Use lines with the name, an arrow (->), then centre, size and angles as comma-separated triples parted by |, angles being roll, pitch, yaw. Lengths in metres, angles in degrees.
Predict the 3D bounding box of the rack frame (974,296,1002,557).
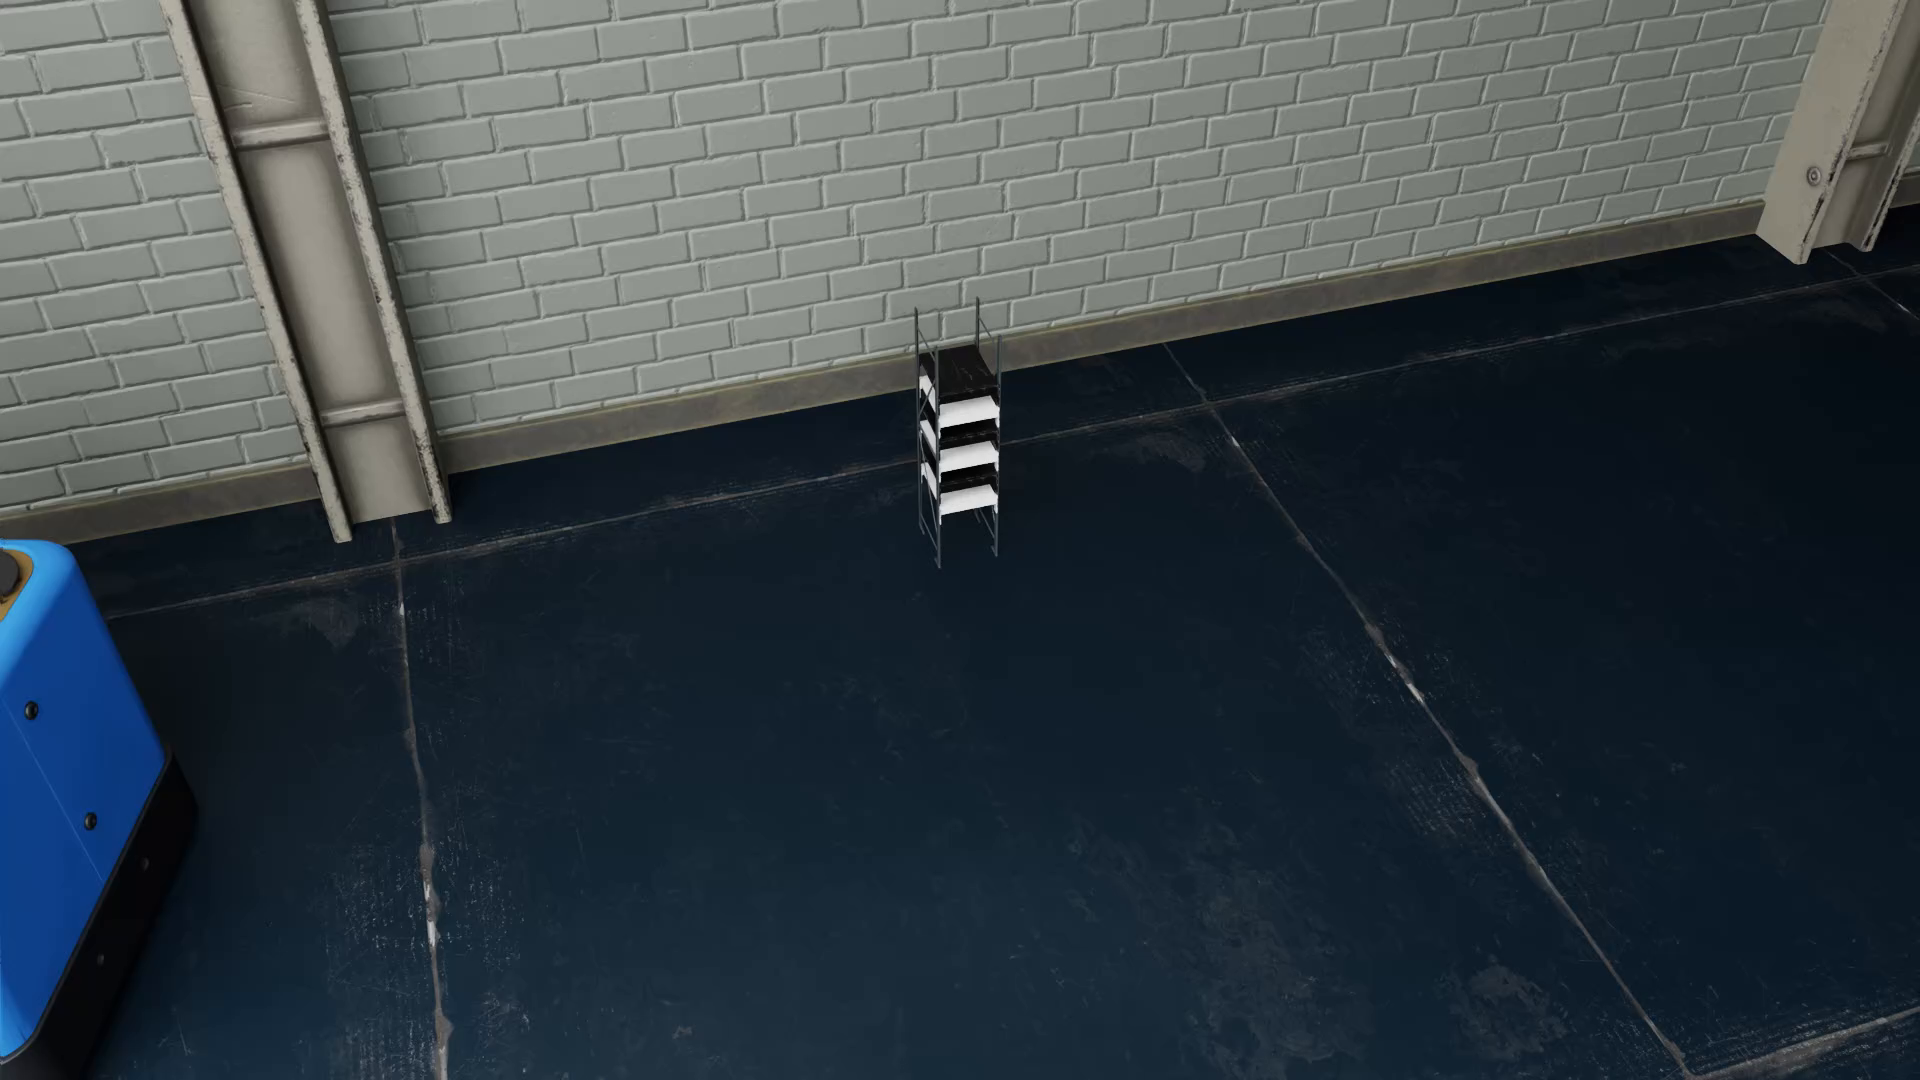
rack frame -> 0.089, -0.357, 5.475 | 0.006, 0.900, 0.240 | -12, 42, -13

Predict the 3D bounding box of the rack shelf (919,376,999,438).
rack shelf -> -0.008, -0.448, 5.356 | 0.200, 0.077, 0.258 | -12, 42, -13

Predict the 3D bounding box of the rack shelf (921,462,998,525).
rack shelf -> -0.008, -0.177, 5.592 | 0.200, 0.077, 0.258 | -12, 42, -13

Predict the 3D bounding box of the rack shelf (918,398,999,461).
rack shelf -> -0.008, -0.380, 5.415 | 0.200, 0.077, 0.258 | -12, 42, -13

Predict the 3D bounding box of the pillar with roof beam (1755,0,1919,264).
pillar with roof beam -> 5.004, -1.997, 1.197 | 0.400, 9.000, 9.100 | -12, 42, -13

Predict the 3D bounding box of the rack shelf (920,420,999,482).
rack shelf -> -0.008, -0.312, 5.474 | 0.200, 0.077, 0.258 | -12, 42, -13

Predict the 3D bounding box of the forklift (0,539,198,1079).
forklift -> -3.693, 0.010, 3.511 | 3.031, 2.935, 1.130 | 0, 41, 0

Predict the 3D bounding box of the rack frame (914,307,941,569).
rack frame -> -0.105, -0.317, 5.429 | 0.006, 0.900, 0.240 | -12, 42, -13

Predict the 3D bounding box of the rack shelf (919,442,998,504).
rack shelf -> -0.008, -0.244, 5.533 | 0.200, 0.077, 0.258 | -12, 42, -13

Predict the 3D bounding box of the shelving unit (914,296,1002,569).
shelving unit -> -0.008, -0.337, 5.452 | 0.210, 0.900, 0.258 | -12, 42, -13

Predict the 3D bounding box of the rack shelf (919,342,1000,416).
rack shelf -> -0.008, -0.516, 5.296 | 0.200, 0.077, 0.258 | -12, 42, -13
